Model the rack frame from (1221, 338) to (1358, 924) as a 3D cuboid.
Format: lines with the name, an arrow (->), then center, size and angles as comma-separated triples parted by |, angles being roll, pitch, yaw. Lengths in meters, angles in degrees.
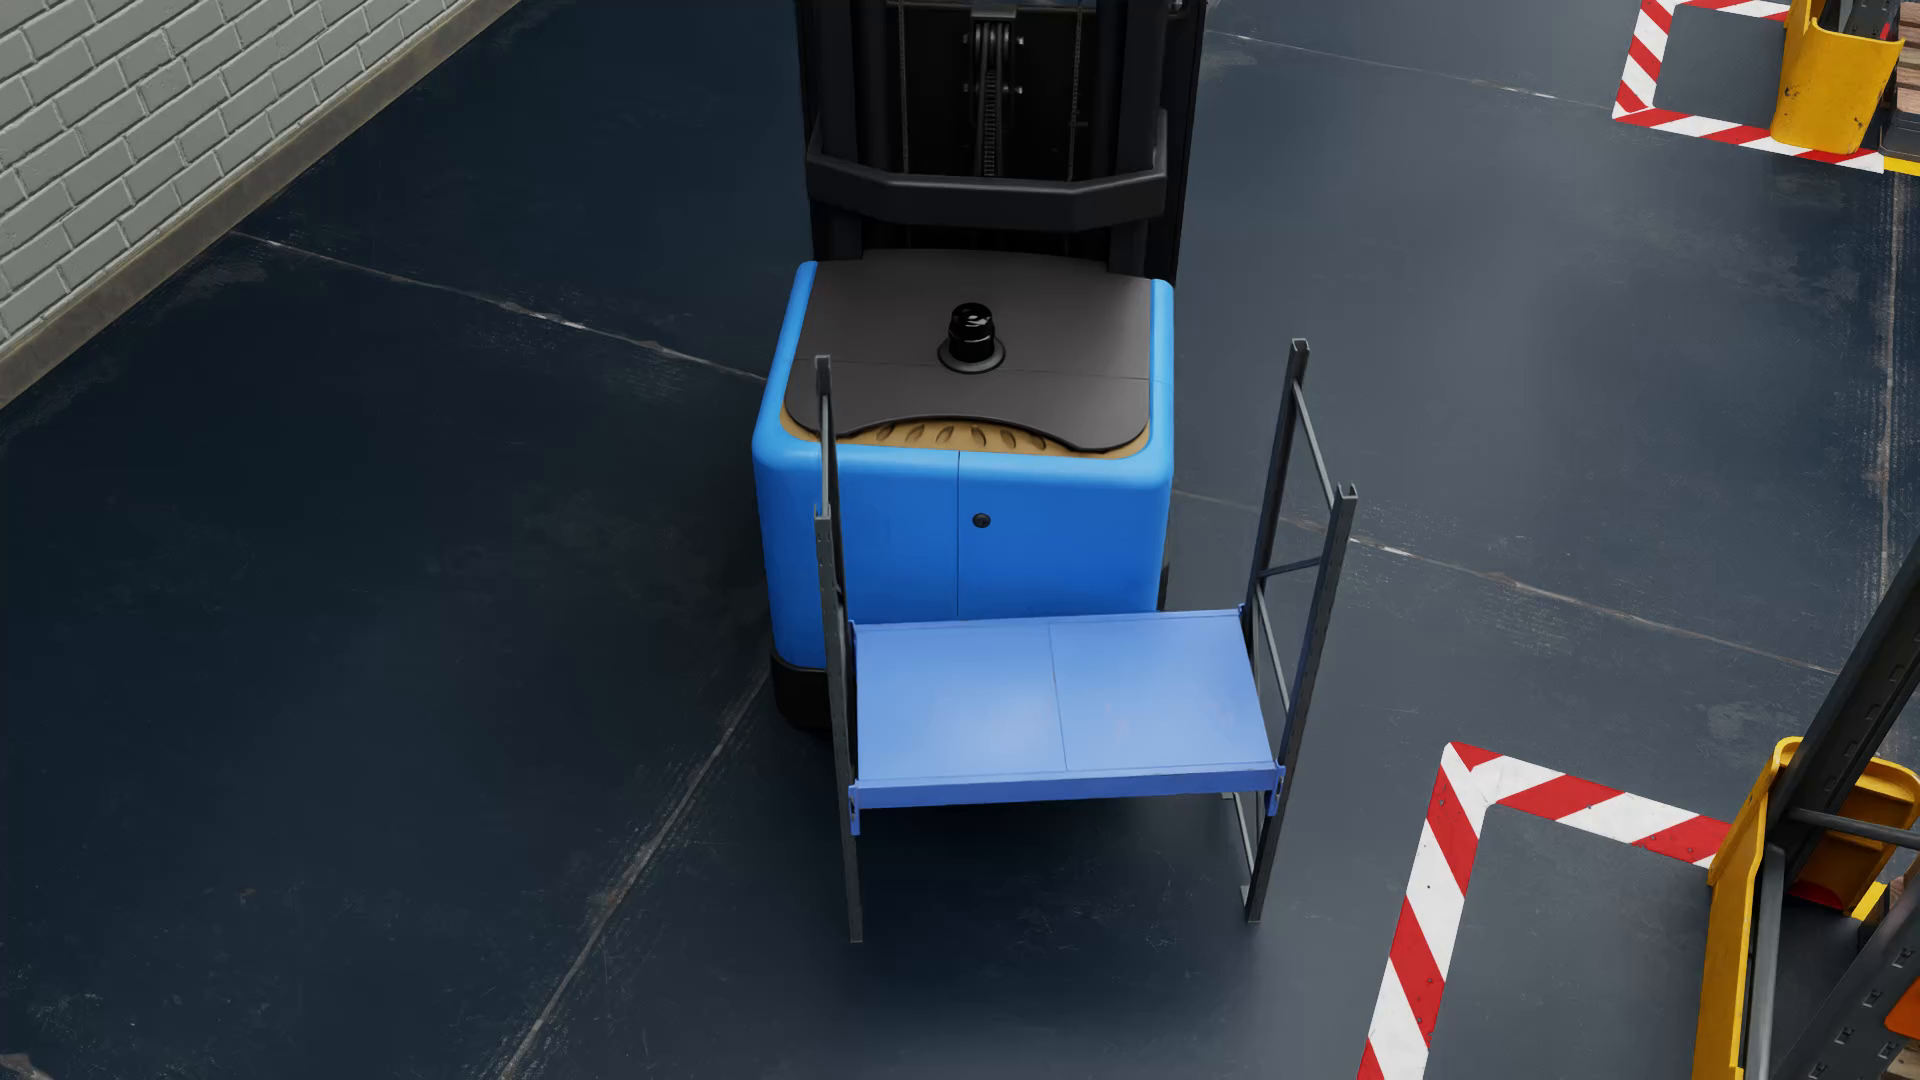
rack frame -> 0.739, 0.276, 3.909 | 0.032, 1.500, 0.500 | -2, 45, -2

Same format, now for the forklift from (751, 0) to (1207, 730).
forklift -> 0.128, -1.506, 4.685 | 1.130, 2.935, 3.031 | 4, 45, 4

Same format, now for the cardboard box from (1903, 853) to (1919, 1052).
cardboard box -> 2.461, 0.881, 3.698 | 0.500, 0.500, 0.500 | 16, 47, 16

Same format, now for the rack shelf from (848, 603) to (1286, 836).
rack shelf -> 0.231, 0.424, 4.016 | 1.000, 0.185, 0.538 | -2, 45, -2

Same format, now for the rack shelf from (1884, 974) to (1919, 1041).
rack shelf -> 3.710, 0.962, 2.667 | 4.000, 0.370, 1.077 | 16, 47, 16

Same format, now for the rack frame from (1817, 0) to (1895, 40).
rack frame -> 3.775, -3.060, 6.199 | 0.127, 3.000, 1.000 | 16, 47, 16

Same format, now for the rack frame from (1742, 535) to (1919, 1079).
rack frame -> 1.864, 0.163, 2.959 | 0.127, 3.000, 1.000 | 16, 47, 16

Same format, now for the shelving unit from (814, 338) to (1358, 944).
shelving unit -> 0.231, 0.296, 3.889 | 1.048, 1.500, 0.538 | -2, 45, -2

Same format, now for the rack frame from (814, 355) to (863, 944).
rack frame -> -0.277, 0.316, 3.869 | 0.032, 1.500, 0.500 | -2, 45, -2

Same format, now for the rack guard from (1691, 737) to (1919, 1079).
rack guard -> 1.934, 1.070, 3.820 | 0.348, 0.500, 1.175 | 16, 47, 16

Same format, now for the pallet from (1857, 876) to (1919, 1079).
pallet -> 2.671, 1.389, 3.705 | 1.213, 0.211, 1.003 | 16, 47, 16

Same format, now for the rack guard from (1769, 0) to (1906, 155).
rack guard -> 3.748, -2.172, 7.078 | 0.348, 0.500, 1.175 | 16, 47, 16

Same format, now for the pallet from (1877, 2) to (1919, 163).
pallet -> 4.521, -1.822, 6.932 | 1.213, 0.211, 1.003 | 16, 47, 16
